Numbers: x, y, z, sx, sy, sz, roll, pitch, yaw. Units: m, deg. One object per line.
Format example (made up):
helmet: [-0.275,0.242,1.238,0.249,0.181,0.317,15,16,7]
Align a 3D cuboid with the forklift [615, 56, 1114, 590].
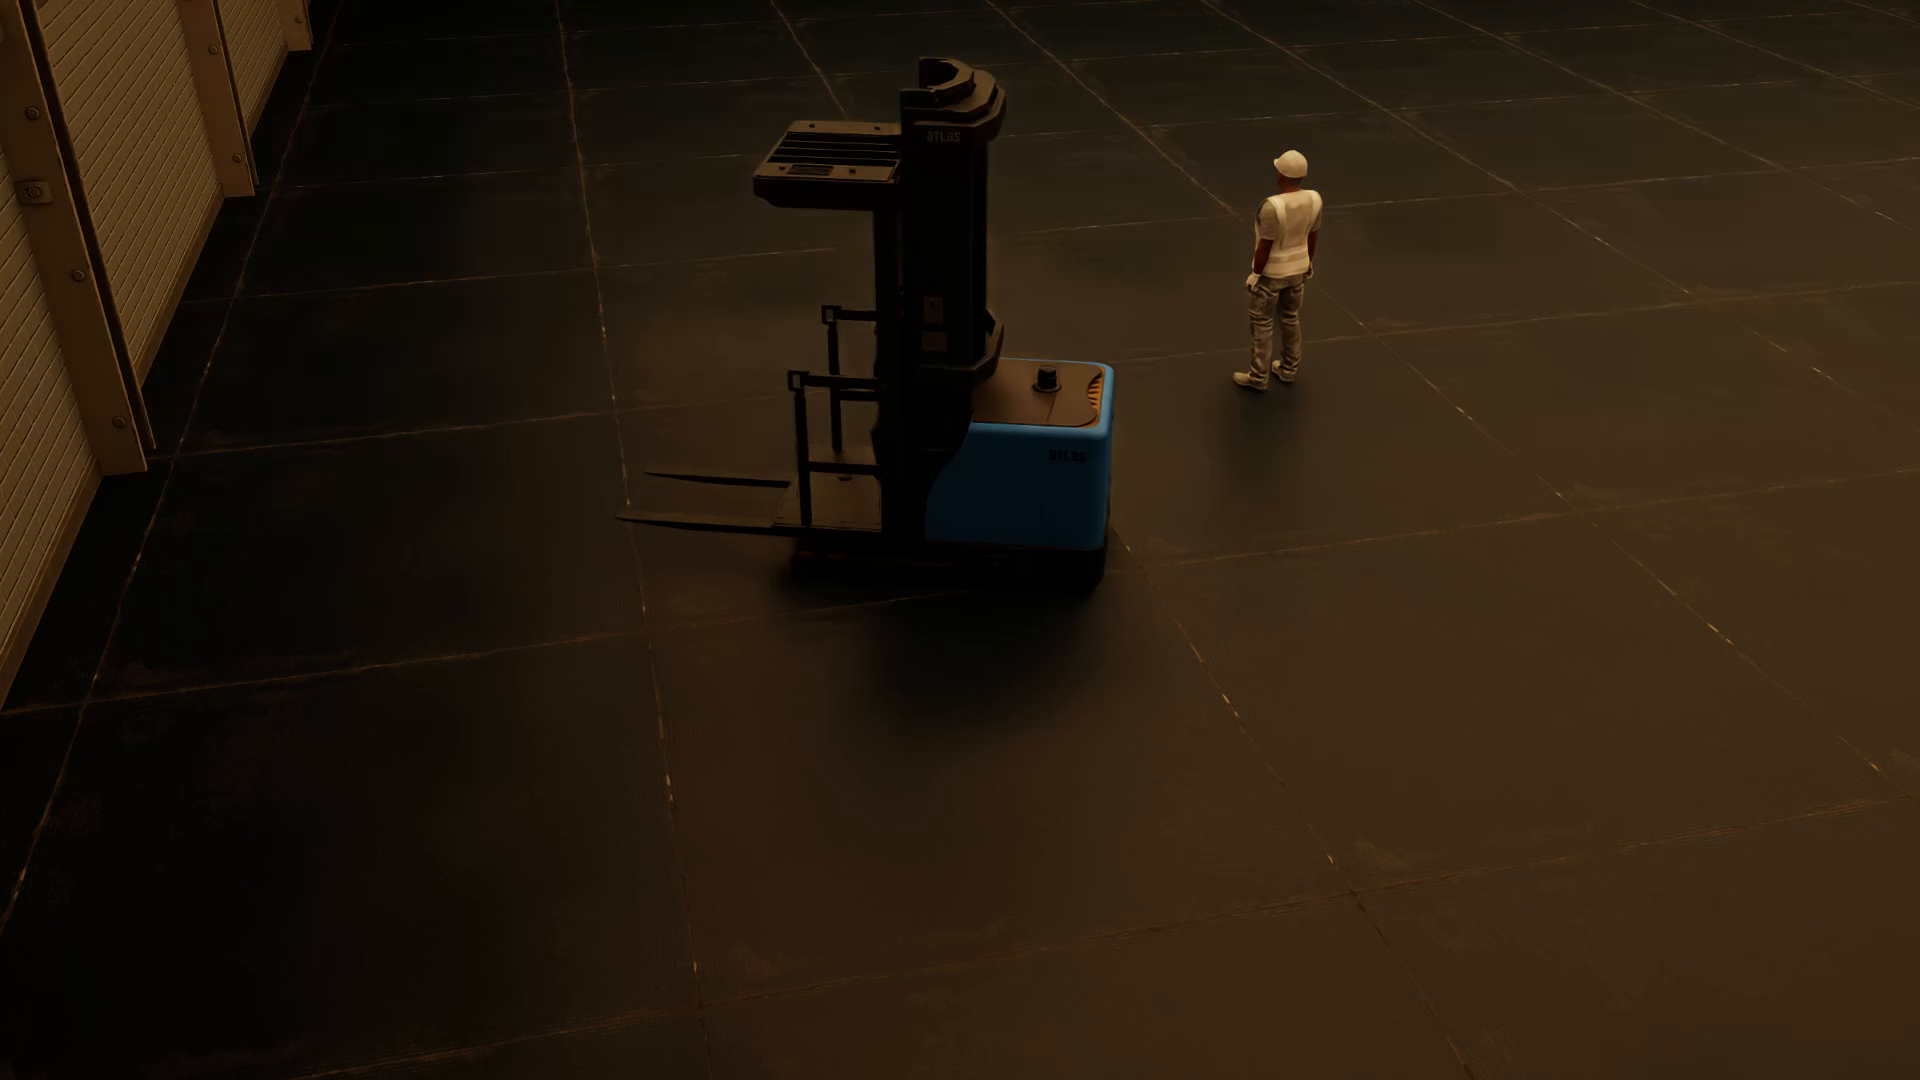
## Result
forklift: [-0.595,-1.286,9.796,3.031,2.935,1.130,4,30,6]

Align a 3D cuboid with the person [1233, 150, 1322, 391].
person: [2.323,-1.968,12.121,0.568,1.788,0.377,-16,34,-25]
